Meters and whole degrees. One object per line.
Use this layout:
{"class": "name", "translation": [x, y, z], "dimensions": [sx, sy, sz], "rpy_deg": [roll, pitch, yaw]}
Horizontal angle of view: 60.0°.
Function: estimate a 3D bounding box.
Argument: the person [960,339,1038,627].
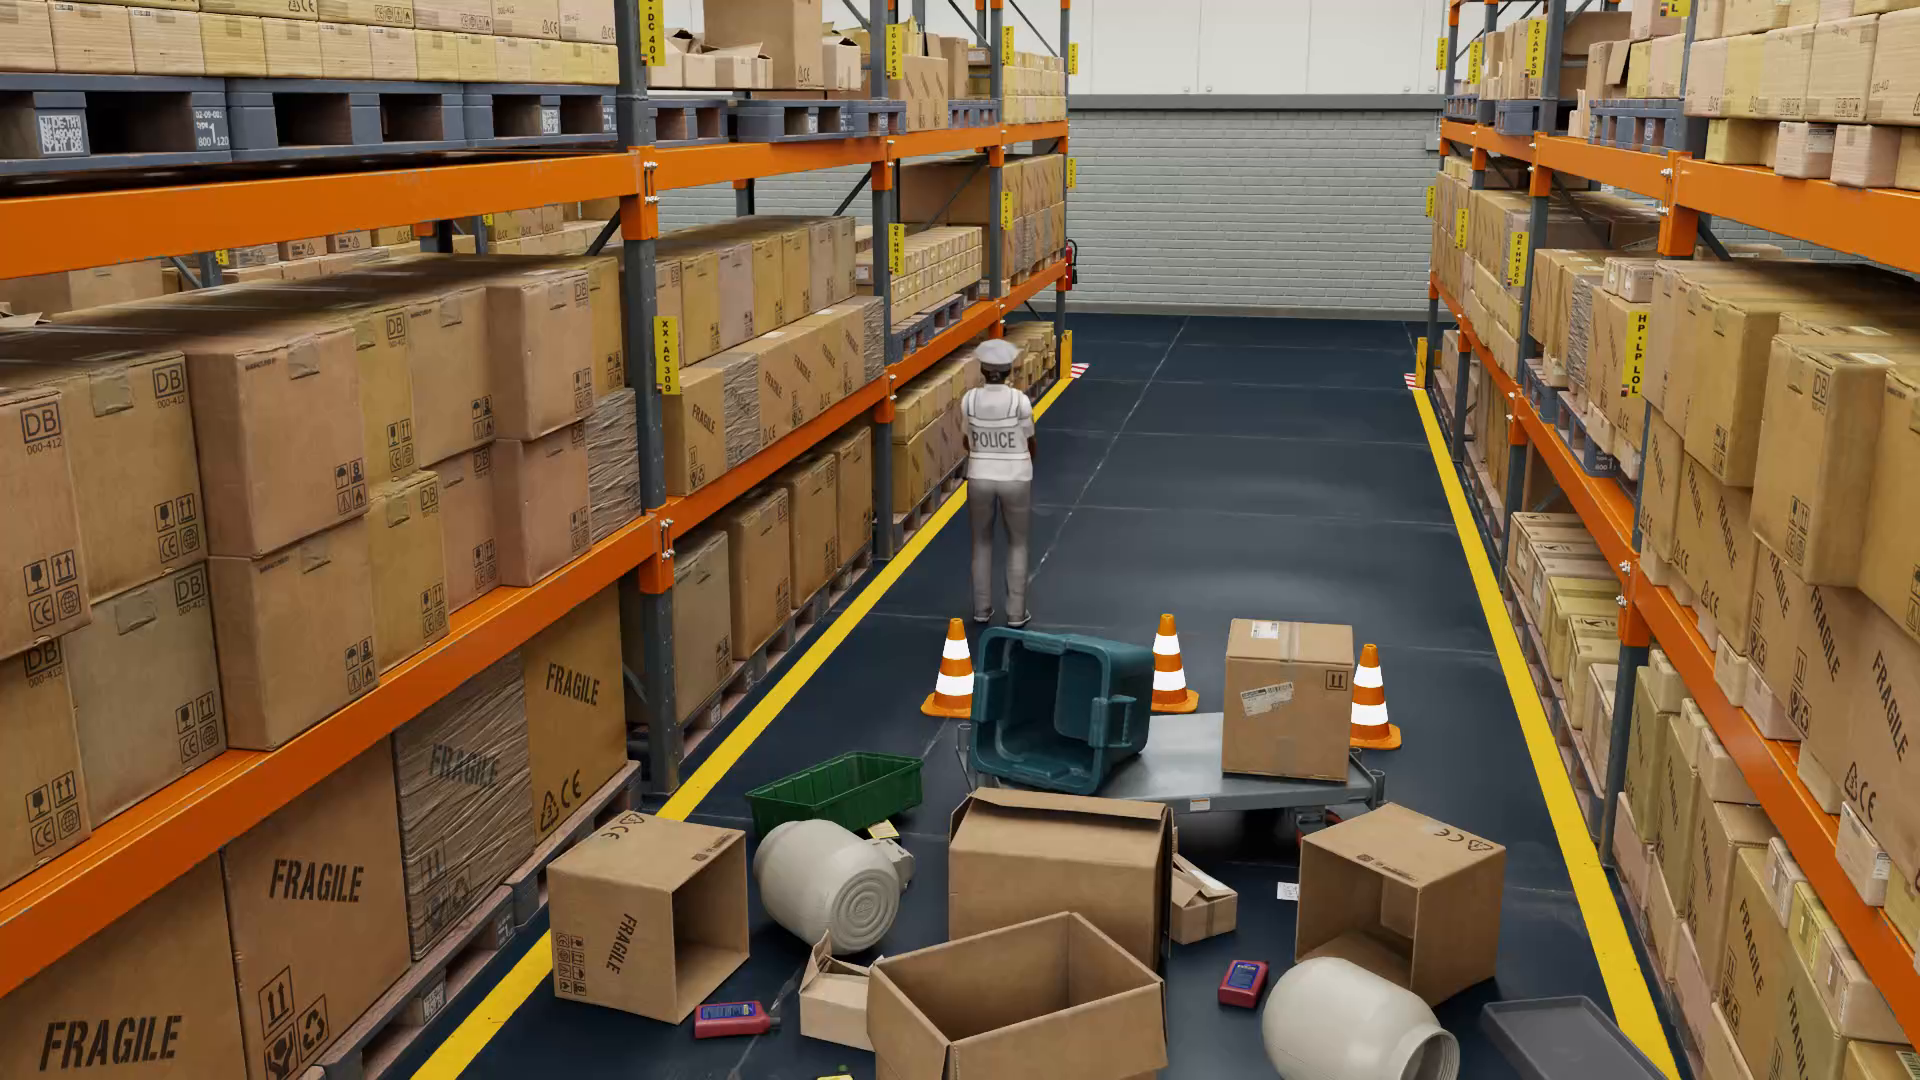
{"class": "person", "translation": [0.236, -0.344, 9.776], "dimensions": [0.441, 1.692, 0.513], "rpy_deg": [3, 15, 10]}
